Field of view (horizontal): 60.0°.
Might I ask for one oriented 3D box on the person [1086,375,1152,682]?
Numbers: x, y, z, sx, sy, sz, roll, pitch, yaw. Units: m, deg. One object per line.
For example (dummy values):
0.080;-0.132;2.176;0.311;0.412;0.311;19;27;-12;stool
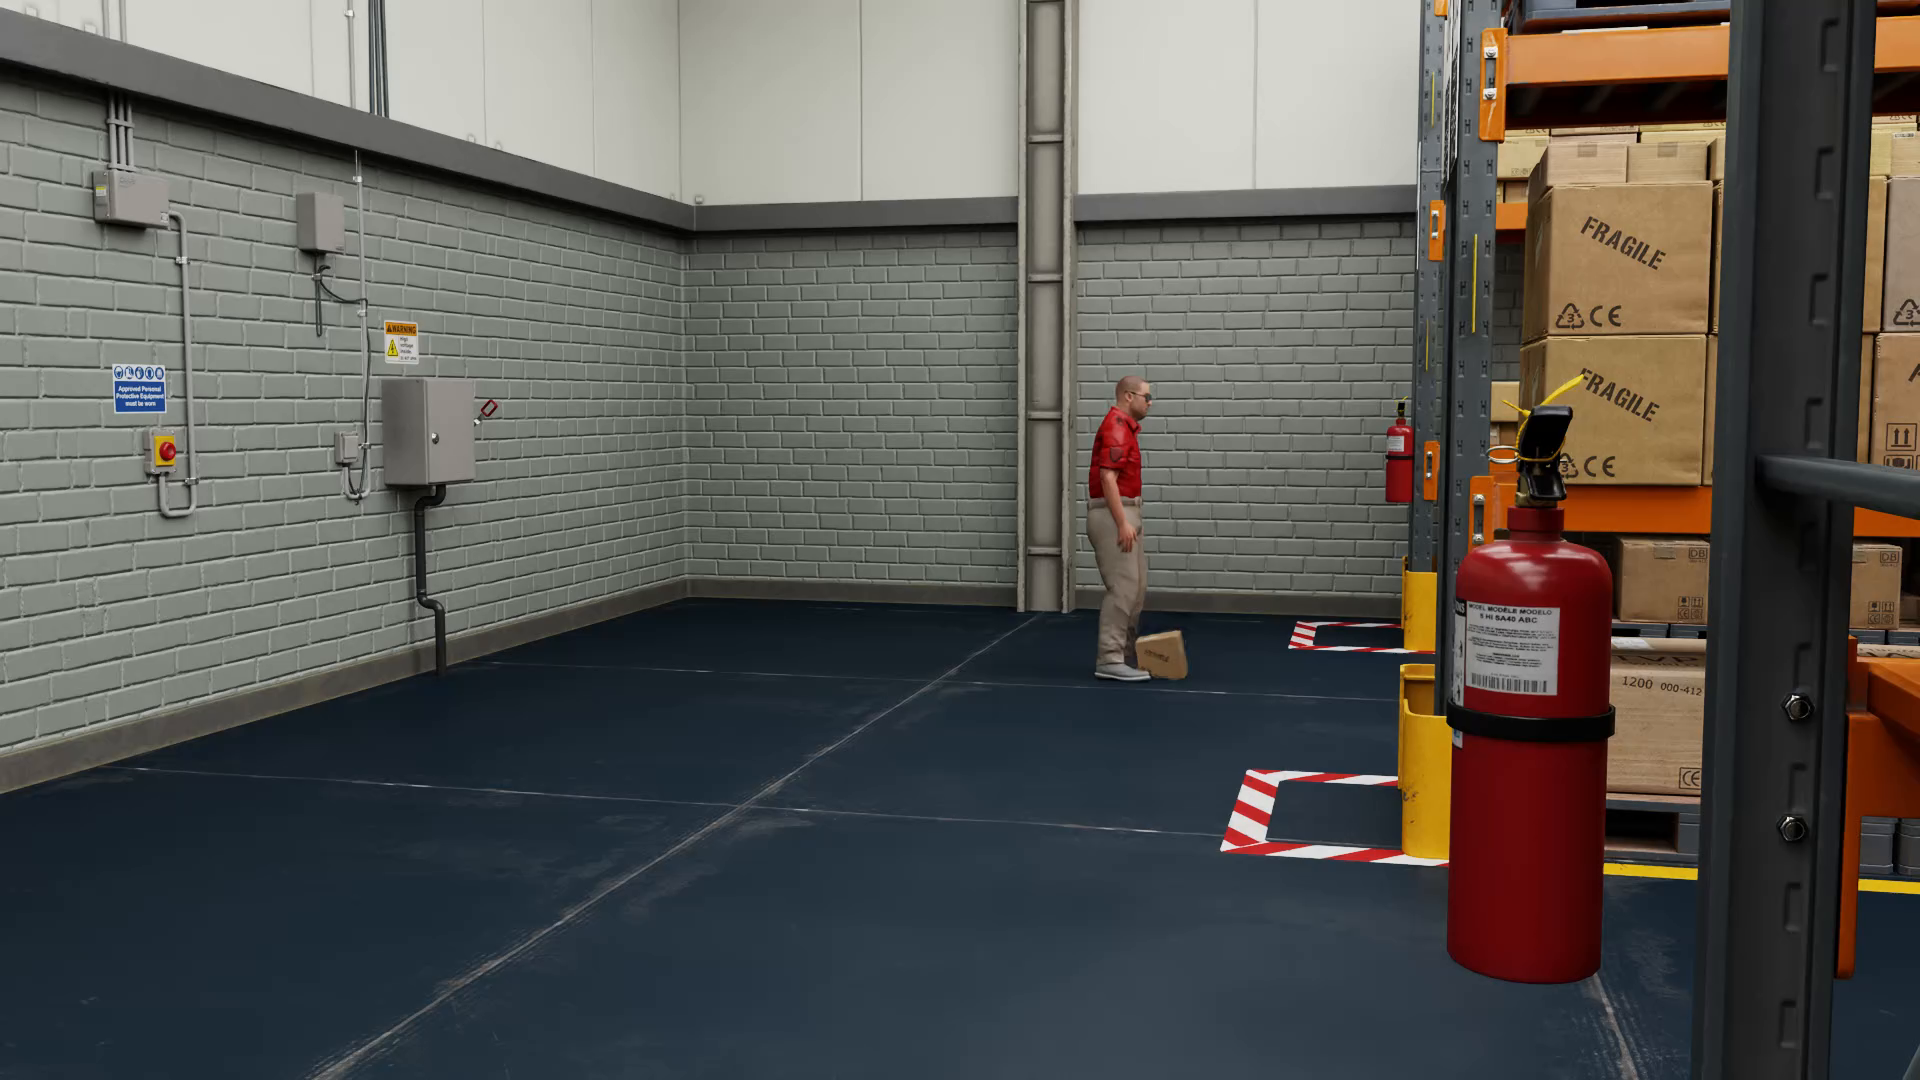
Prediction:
0.952;-0.082;9.572;0.433;1.727;0.576;1;5;12;person
